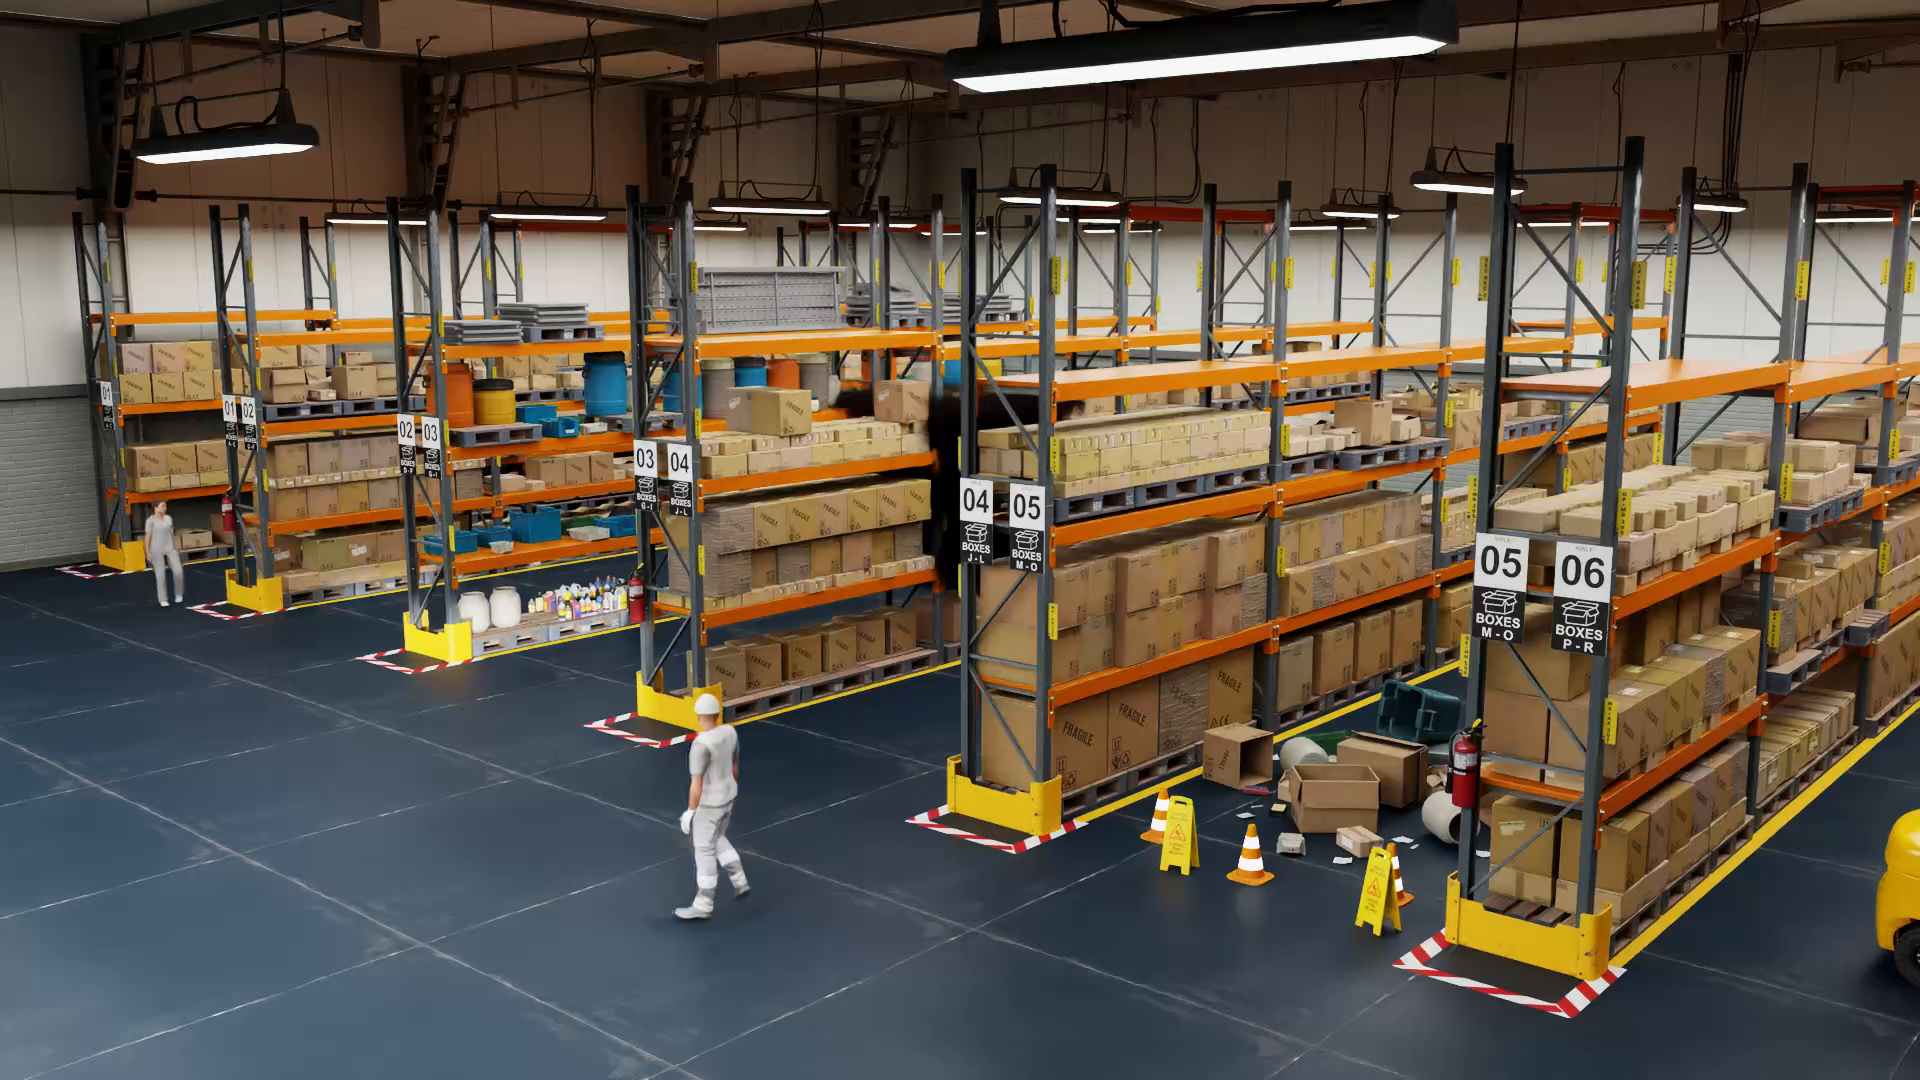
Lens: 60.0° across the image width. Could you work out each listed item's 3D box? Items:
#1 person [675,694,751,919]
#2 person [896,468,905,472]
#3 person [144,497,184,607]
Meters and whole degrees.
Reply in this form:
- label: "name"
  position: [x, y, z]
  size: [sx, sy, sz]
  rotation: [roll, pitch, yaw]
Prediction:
- label: "person"
  position: [-1.969, 2.097, 13.235]
  size: [0.500, 1.789, 0.630]
  rotation: [3, 10, 19]
- label: "person"
  position: [-1.037, -0.973, 32.272]
  size: [0.445, 1.597, 0.520]
  rotation: [-7, 12, -36]
- label: "person"
  position: [-12.095, 0.174, 25.241]
  size: [0.528, 1.662, 0.440]
  rotation: [-7, 12, -37]
